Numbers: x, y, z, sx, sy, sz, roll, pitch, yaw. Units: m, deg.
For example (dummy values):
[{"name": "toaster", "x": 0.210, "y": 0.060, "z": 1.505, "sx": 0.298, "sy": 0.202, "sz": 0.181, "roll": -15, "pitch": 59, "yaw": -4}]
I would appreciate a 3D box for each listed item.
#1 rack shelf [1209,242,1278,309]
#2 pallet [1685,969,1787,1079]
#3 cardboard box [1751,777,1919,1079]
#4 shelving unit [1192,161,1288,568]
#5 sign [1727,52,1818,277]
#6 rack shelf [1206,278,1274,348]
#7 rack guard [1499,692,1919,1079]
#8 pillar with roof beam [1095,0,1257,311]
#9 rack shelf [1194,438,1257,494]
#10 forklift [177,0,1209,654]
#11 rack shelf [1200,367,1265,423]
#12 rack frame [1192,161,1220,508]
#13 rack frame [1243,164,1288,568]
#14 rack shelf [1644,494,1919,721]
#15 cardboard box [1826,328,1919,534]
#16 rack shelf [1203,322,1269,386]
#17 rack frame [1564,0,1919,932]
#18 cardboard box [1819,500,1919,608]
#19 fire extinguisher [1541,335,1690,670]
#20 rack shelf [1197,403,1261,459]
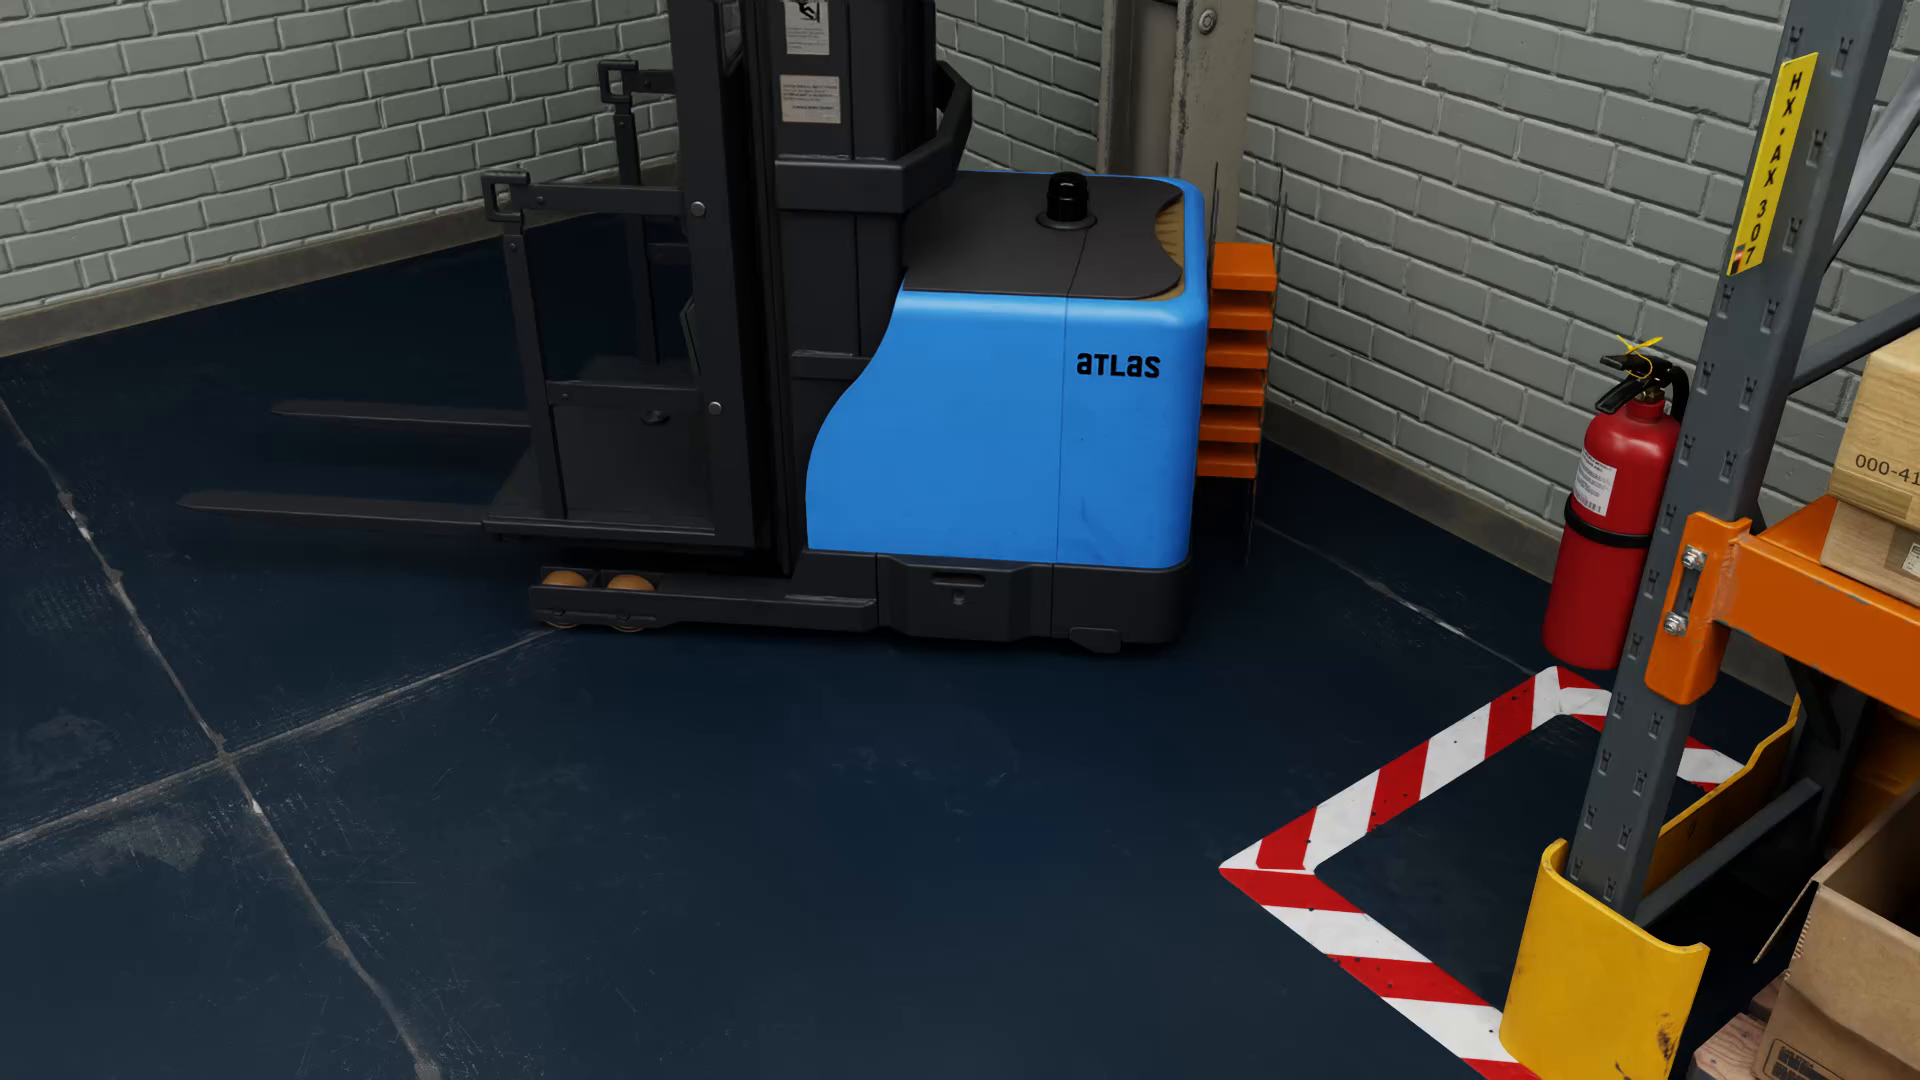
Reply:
[{"name": "rack shelf", "x": 0.804, "y": -0.759, "z": 4.738, "sx": 0.180, "sy": 0.103, "sz": 0.258, "roll": 3, "pitch": 32, "yaw": 5}, {"name": "pallet", "x": 2.178, "y": 1.183, "z": 3.145, "sx": 1.003, "sy": 0.211, "sz": 1.213, "roll": -22, "pitch": 38, "yaw": -31}, {"name": "cardboard box", "x": 1.942, "y": 0.803, "z": 3.083, "sx": 0.797, "sy": 0.503, "sz": 0.637, "roll": -24, "pitch": 39, "yaw": -33}, {"name": "shelving unit", "x": 0.804, "y": -0.491, "z": 4.904, "sx": 0.189, "sy": 1.200, "sz": 0.258, "roll": 3, "pitch": 32, "yaw": 5}, {"name": "sign", "x": 1.213, "y": -0.557, "z": 2.483, "sx": 0.100, "sy": 0.325, "sz": 0.005, "roll": -22, "pitch": 38, "yaw": -31}, {"name": "rack shelf", "x": 0.804, "y": -0.658, "z": 4.801, "sx": 0.180, "sy": 0.103, "sz": 0.258, "roll": 3, "pitch": 32, "yaw": 5}, {"name": "rack guard", "x": 1.688, "y": 0.729, "z": 3.603, "sx": 1.175, "sy": 0.500, "sz": 0.348, "roll": -22, "pitch": 38, "yaw": -31}, {"name": "pillar with roof beam", "x": -2.700, "y": -2.936, "z": 1.448, "sx": 9.100, "sy": 9.000, "sz": 0.400, "roll": -22, "pitch": 38, "yaw": -31}, {"name": "rack shelf", "x": 0.804, "y": -0.250, "z": 5.054, "sx": 0.180, "sy": 0.103, "sz": 0.258, "roll": 3, "pitch": 32, "yaw": 5}, {"name": "forklift", "x": -0.816, "y": -1.250, "z": 4.485, "sx": 3.031, "sy": 2.935, "sz": 1.130, "roll": 3, "pitch": 32, "yaw": 5}, {"name": "rack shelf", "x": 0.804, "y": -0.454, "z": 4.927, "sx": 0.180, "sy": 0.103, "sz": 0.258, "roll": 3, "pitch": 32, "yaw": 5}, {"name": "rack frame", "x": 0.713, "y": -0.497, "z": 4.913, "sx": 0.006, "sy": 1.200, "sz": 0.240, "roll": 3, "pitch": 32, "yaw": 5}, {"name": "rack frame", "x": 0.894, "y": -0.486, "z": 4.895, "sx": 0.006, "sy": 1.200, "sz": 0.240, "roll": 3, "pitch": 32, "yaw": 5}, {"name": "rack shelf", "x": 2.868, "y": 0.774, "z": 1.842, "sx": 1.077, "sy": 0.370, "sz": 4.000, "roll": -22, "pitch": 38, "yaw": -31}, {"name": "cardboard box", "x": 1.707, "y": -0.151, "z": 2.511, "sx": 0.500, "sy": 0.250, "sz": 0.500, "roll": -22, "pitch": 38, "yaw": -31}, {"name": "rack shelf", "x": 0.804, "y": -0.556, "z": 4.864, "sx": 0.180, "sy": 0.103, "sz": 0.258, "roll": 3, "pitch": 32, "yaw": 5}, {"name": "rack frame", "x": 1.642, "y": -0.365, "z": 2.995, "sx": 1.000, "sy": 3.000, "sz": 0.127, "roll": -22, "pitch": 38, "yaw": -31}, {"name": "cardboard box", "x": 1.627, "y": -0.032, "z": 2.697, "sx": 0.380, "sy": 0.149, "sz": 0.250, "roll": -23, "pitch": 38, "yaw": -32}, {"name": "fire extinguisher", "x": 1.186, "y": -0.085, "z": 2.971, "sx": 0.296, "sy": 0.674, "sz": 0.183, "roll": -22, "pitch": 38, "yaw": -31}, {"name": "rack shelf", "x": 0.804, "y": -0.352, "z": 4.991, "sx": 0.180, "sy": 0.103, "sz": 0.258, "roll": 3, "pitch": 32, "yaw": 5}]
